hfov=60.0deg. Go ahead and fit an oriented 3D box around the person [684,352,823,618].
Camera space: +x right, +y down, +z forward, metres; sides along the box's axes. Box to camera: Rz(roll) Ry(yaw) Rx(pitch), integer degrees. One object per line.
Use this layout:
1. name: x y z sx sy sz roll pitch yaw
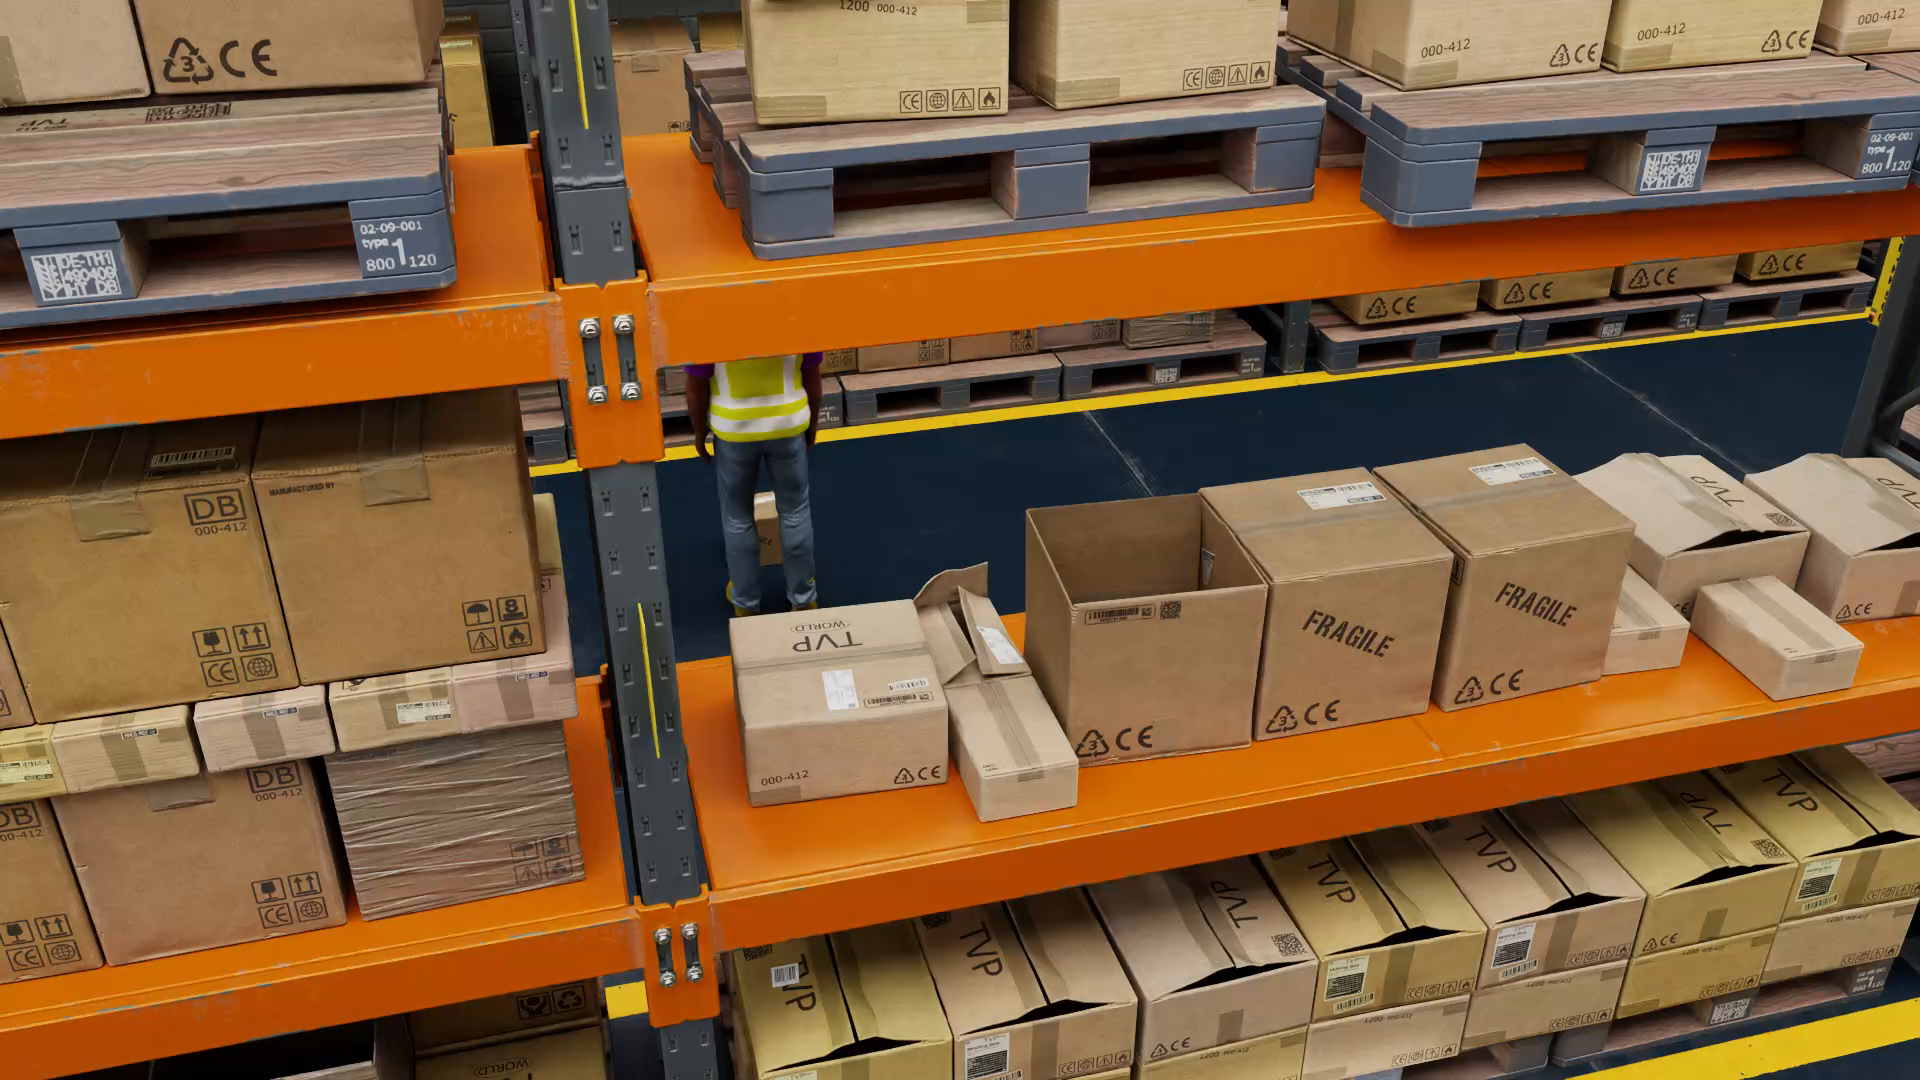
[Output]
1. person: -0.846 -0.473 6.929 0.564 1.765 0.370 -6 31 -11
